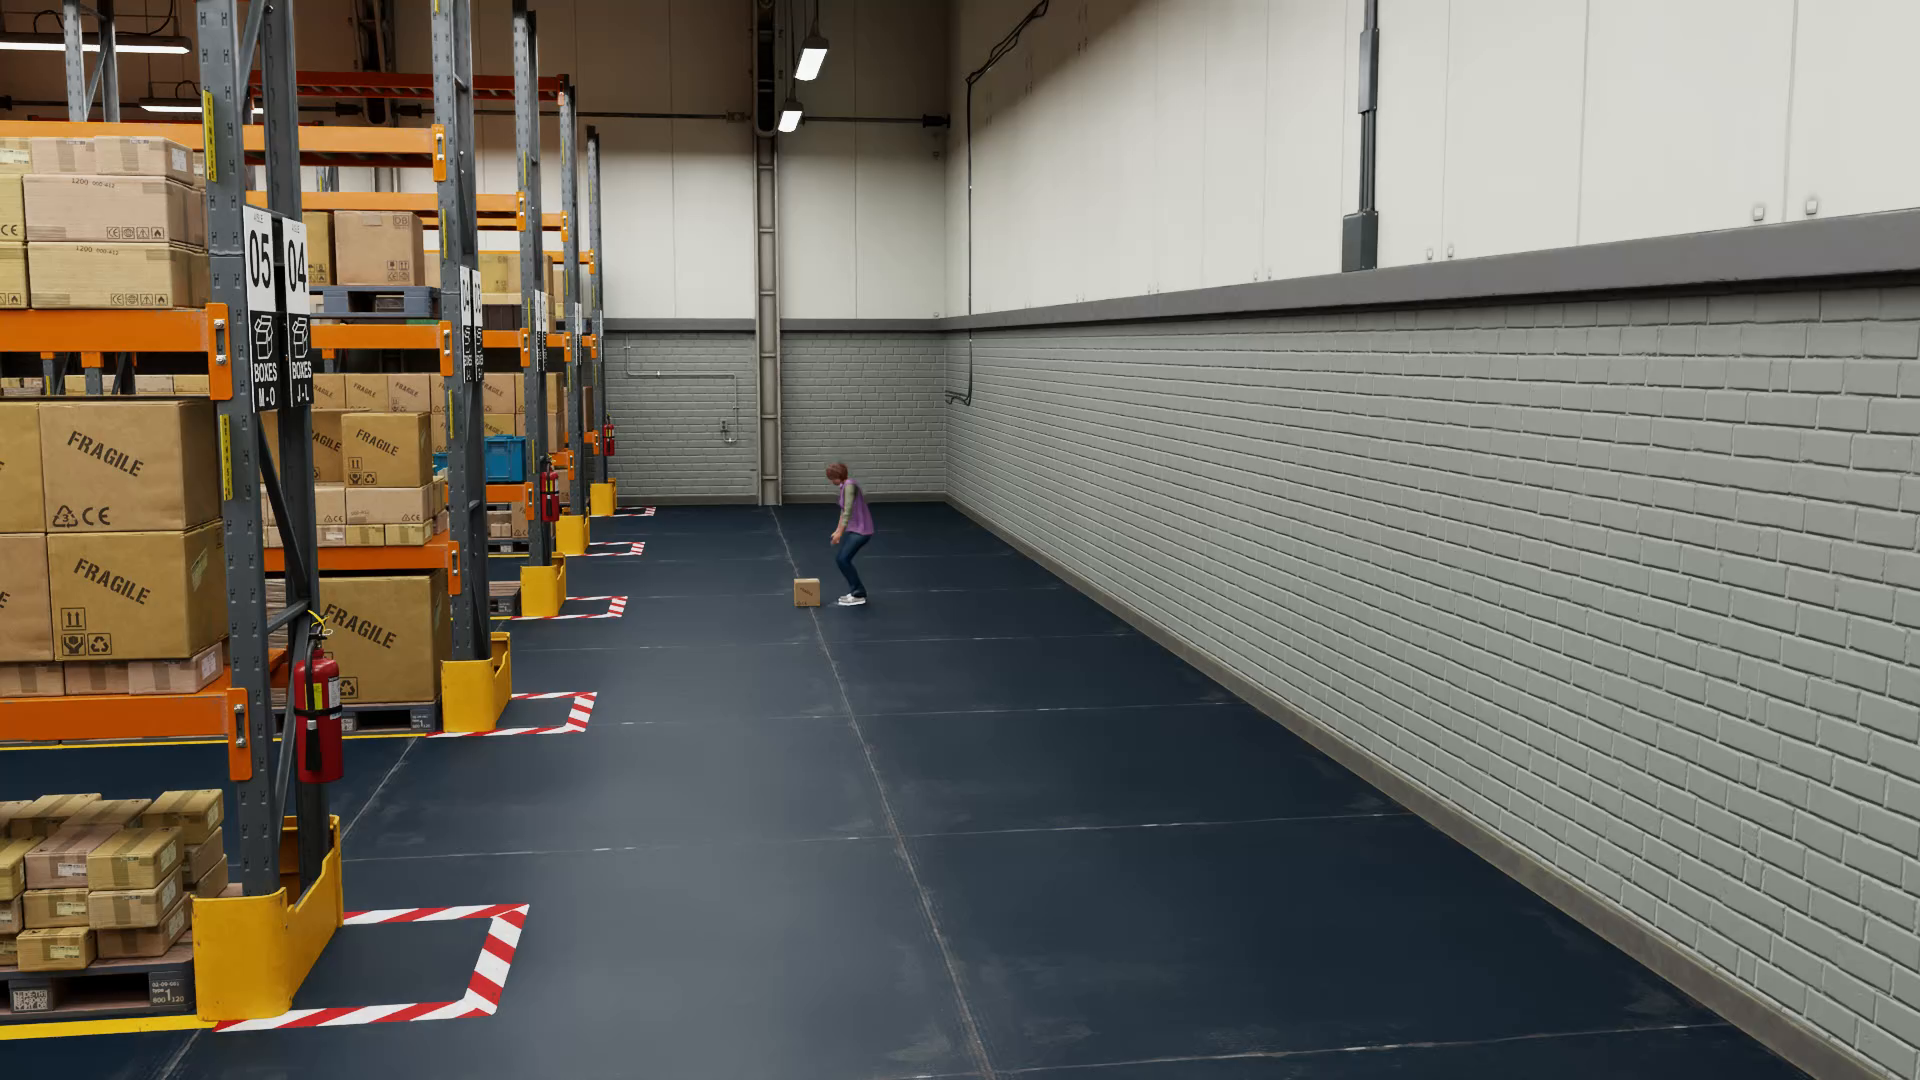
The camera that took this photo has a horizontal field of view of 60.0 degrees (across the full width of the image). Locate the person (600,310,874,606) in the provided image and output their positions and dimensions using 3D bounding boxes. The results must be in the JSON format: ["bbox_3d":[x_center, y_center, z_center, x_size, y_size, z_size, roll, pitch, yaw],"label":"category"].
[{"bbox_3d":[-3.251,-1.461,21.627,3.464,3.201,10.164,-1,7,-8],"label":"person"}]
